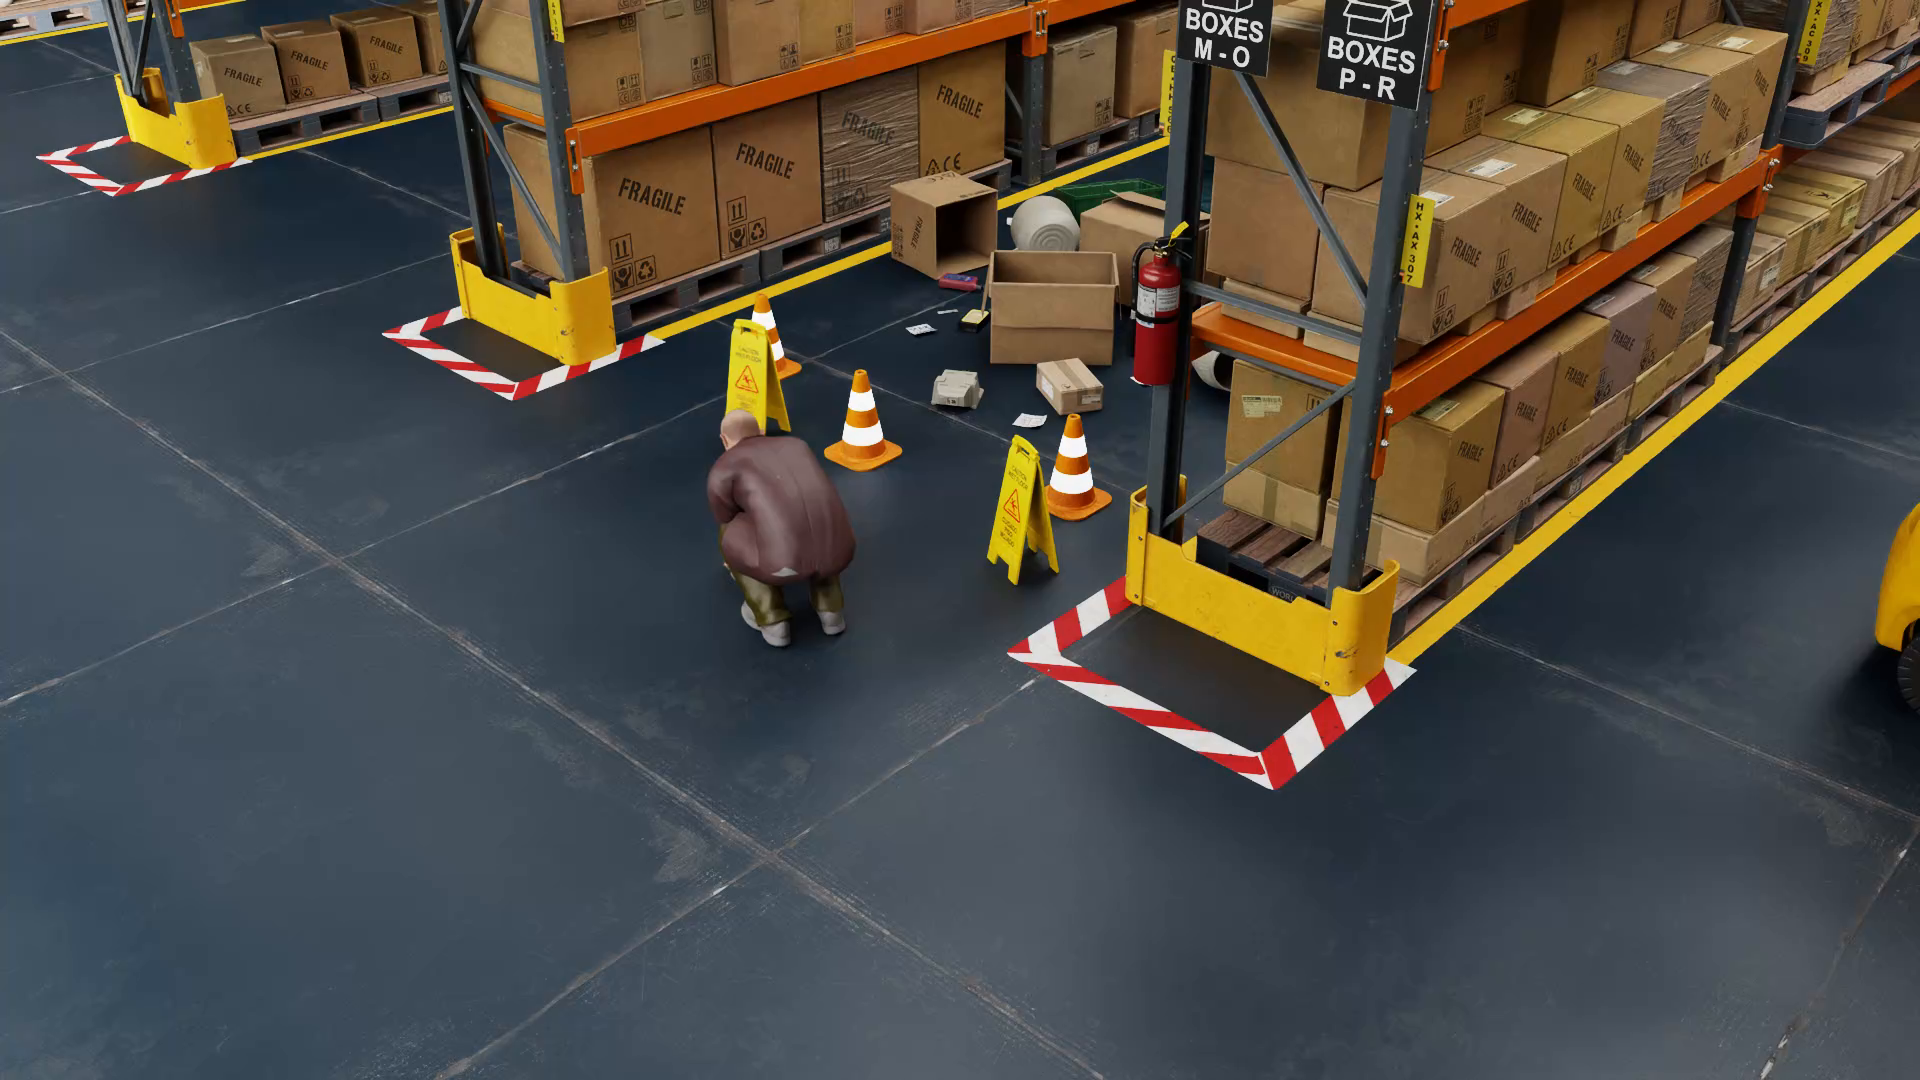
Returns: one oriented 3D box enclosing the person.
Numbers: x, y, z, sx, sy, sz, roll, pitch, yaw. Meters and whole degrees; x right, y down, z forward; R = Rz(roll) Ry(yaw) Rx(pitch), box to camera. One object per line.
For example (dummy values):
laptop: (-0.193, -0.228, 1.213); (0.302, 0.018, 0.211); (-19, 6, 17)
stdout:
person: (-0.782, -0.370, 7.034); (0.549, 1.507, 0.815); (-13, 33, -20)
